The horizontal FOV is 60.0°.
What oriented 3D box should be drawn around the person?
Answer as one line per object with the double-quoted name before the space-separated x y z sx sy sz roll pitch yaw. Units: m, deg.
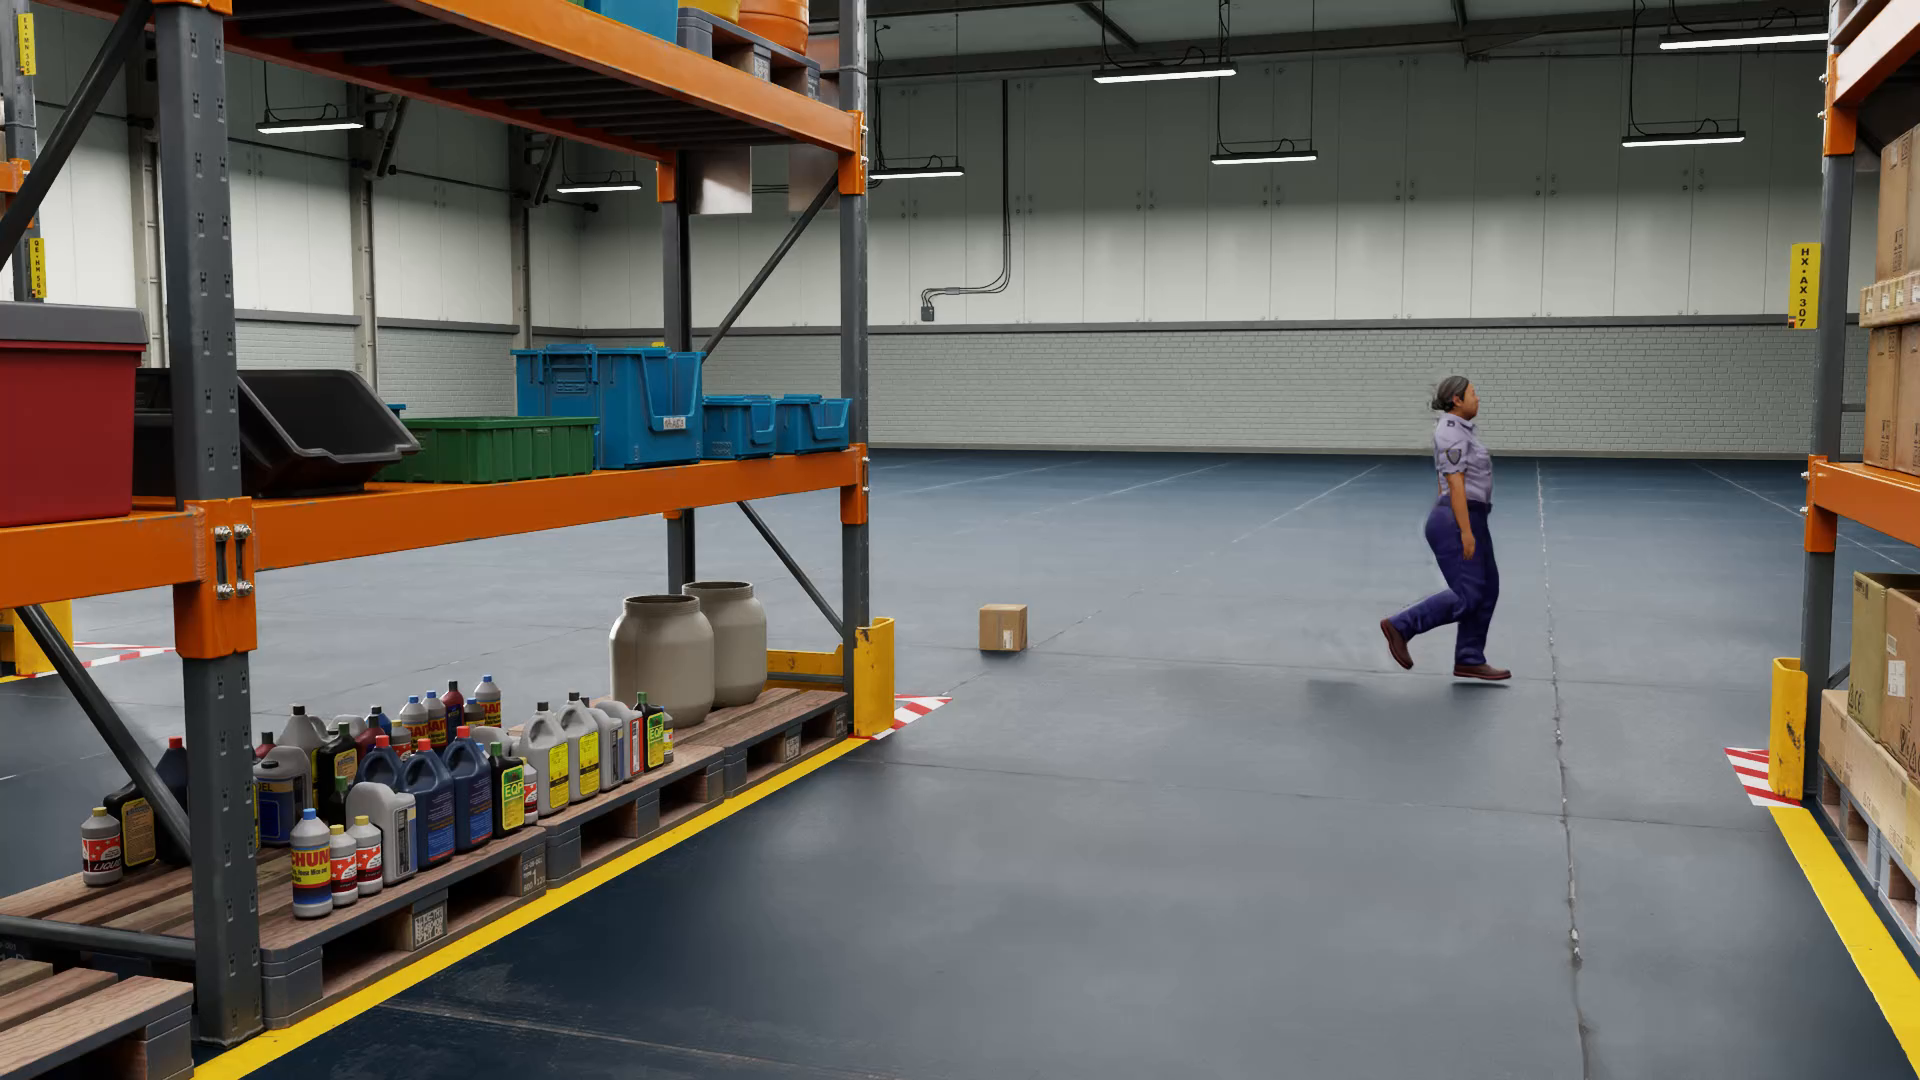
"person" 2.603 -0.065 8.849 0.669 1.623 0.466 2 6 21
